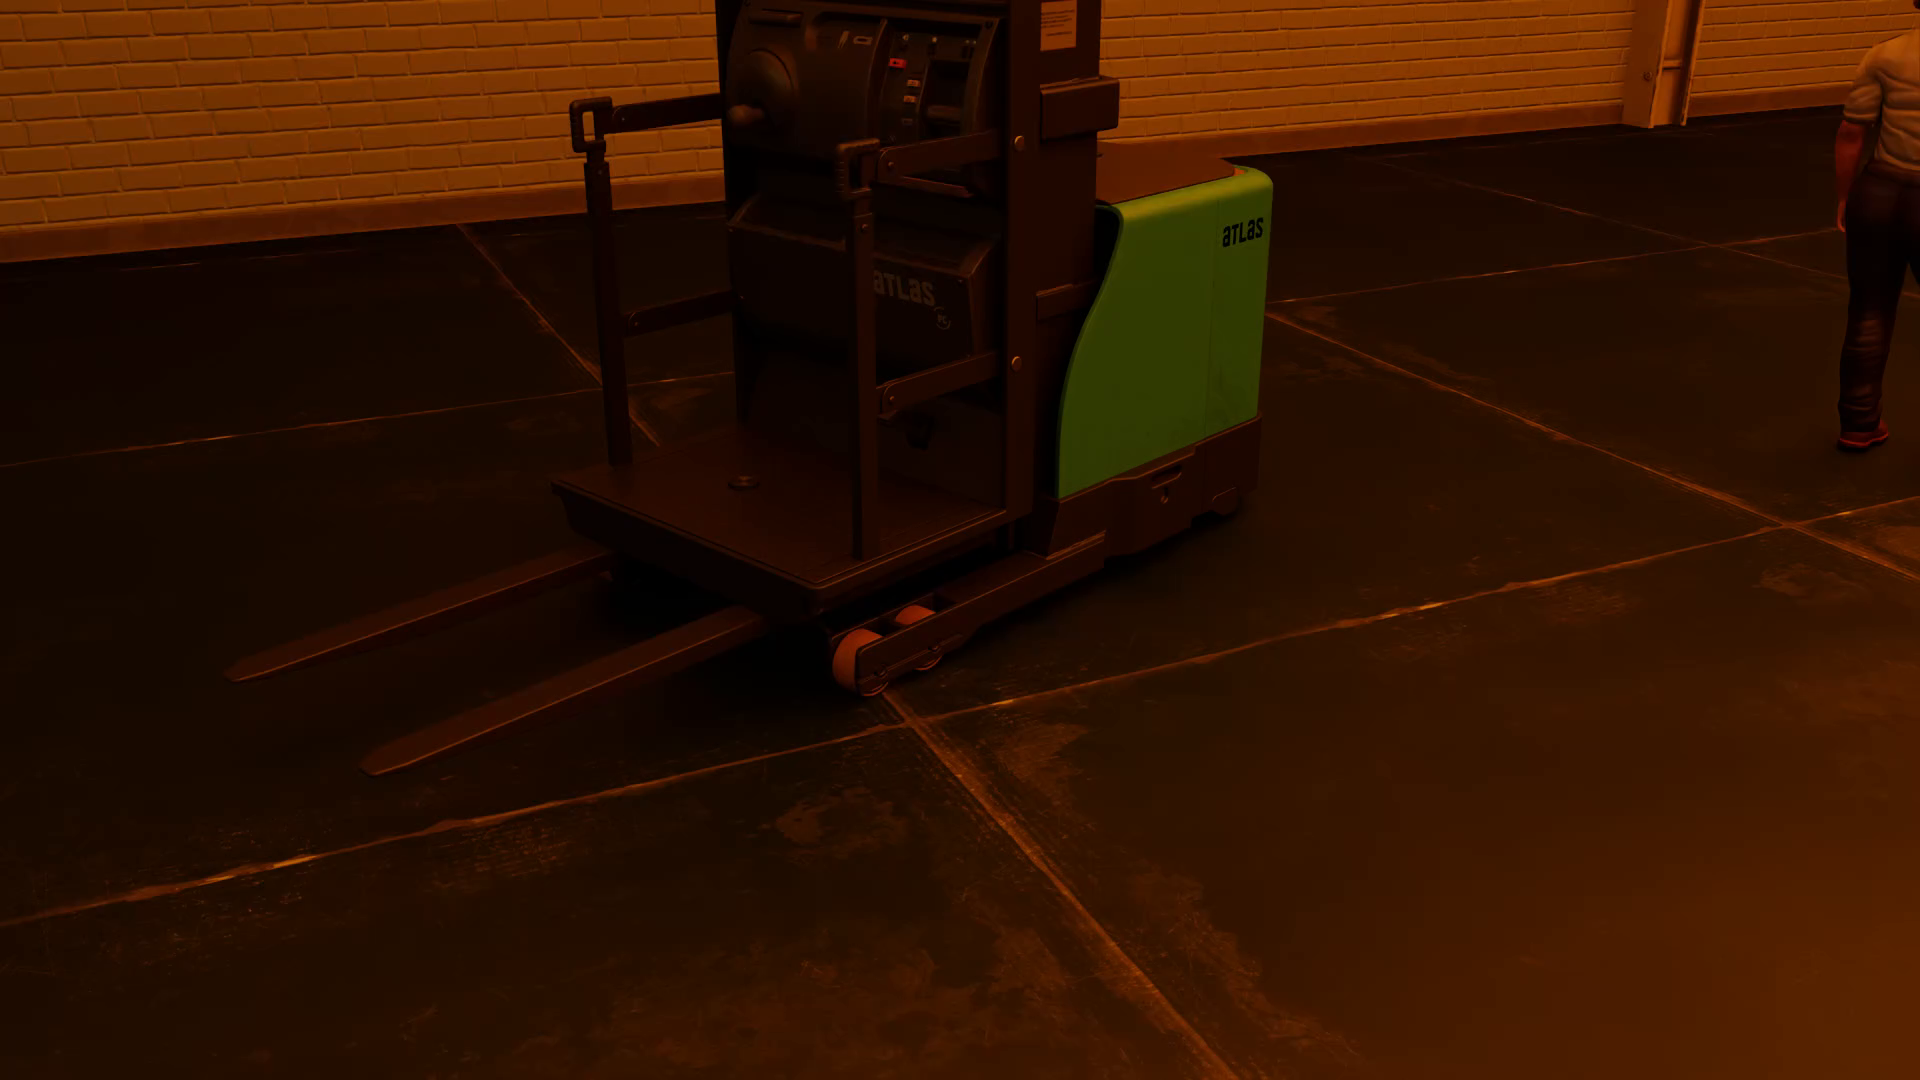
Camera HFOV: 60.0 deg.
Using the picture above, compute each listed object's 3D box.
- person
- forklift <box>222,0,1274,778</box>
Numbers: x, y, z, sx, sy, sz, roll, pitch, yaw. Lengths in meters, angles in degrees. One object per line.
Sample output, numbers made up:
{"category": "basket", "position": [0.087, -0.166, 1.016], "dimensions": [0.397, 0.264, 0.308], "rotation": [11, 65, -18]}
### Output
{"category": "person", "position": [3.263, -1.095, 5.578], "dimensions": [0.502, 1.650, 0.598], "rotation": [-16, 27, -34]}
{"category": "forklift", "position": [-0.413, -1.182, 4.131], "dimensions": [1.130, 2.935, 3.031], "rotation": [19, 29, 39]}
